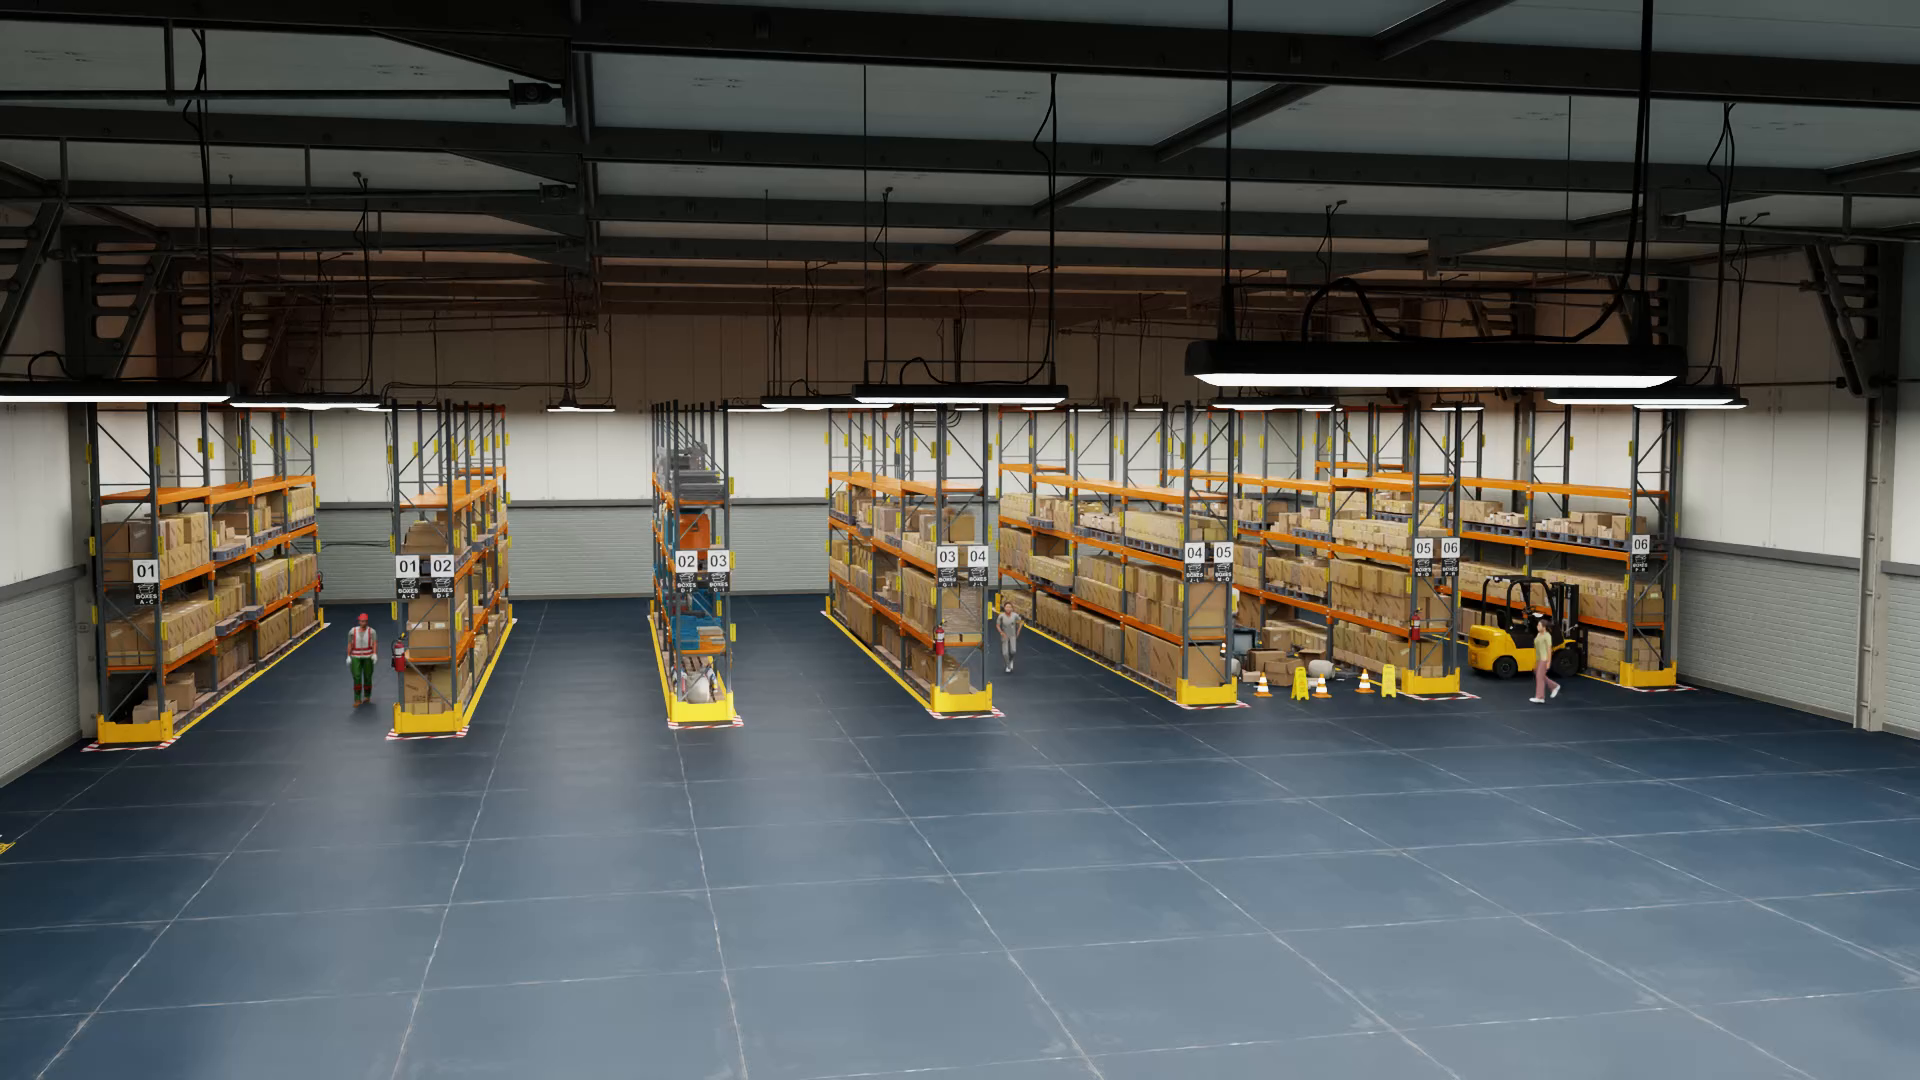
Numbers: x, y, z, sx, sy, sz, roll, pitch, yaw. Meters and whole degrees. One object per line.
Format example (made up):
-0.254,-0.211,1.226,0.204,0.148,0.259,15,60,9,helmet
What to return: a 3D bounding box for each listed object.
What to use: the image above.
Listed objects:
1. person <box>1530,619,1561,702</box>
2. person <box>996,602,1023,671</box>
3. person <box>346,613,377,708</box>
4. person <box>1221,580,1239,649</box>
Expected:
11.656,2.392,33.073,0.670,1.655,0.456,0,4,-5,person
1.097,2.151,36.932,0.599,1.586,0.704,0,4,-1,person
-11.814,2.358,32.845,0.589,1.790,0.736,-2,5,-20,person
6.566,1.792,40.530,0.612,1.774,0.398,-4,6,-43,person
